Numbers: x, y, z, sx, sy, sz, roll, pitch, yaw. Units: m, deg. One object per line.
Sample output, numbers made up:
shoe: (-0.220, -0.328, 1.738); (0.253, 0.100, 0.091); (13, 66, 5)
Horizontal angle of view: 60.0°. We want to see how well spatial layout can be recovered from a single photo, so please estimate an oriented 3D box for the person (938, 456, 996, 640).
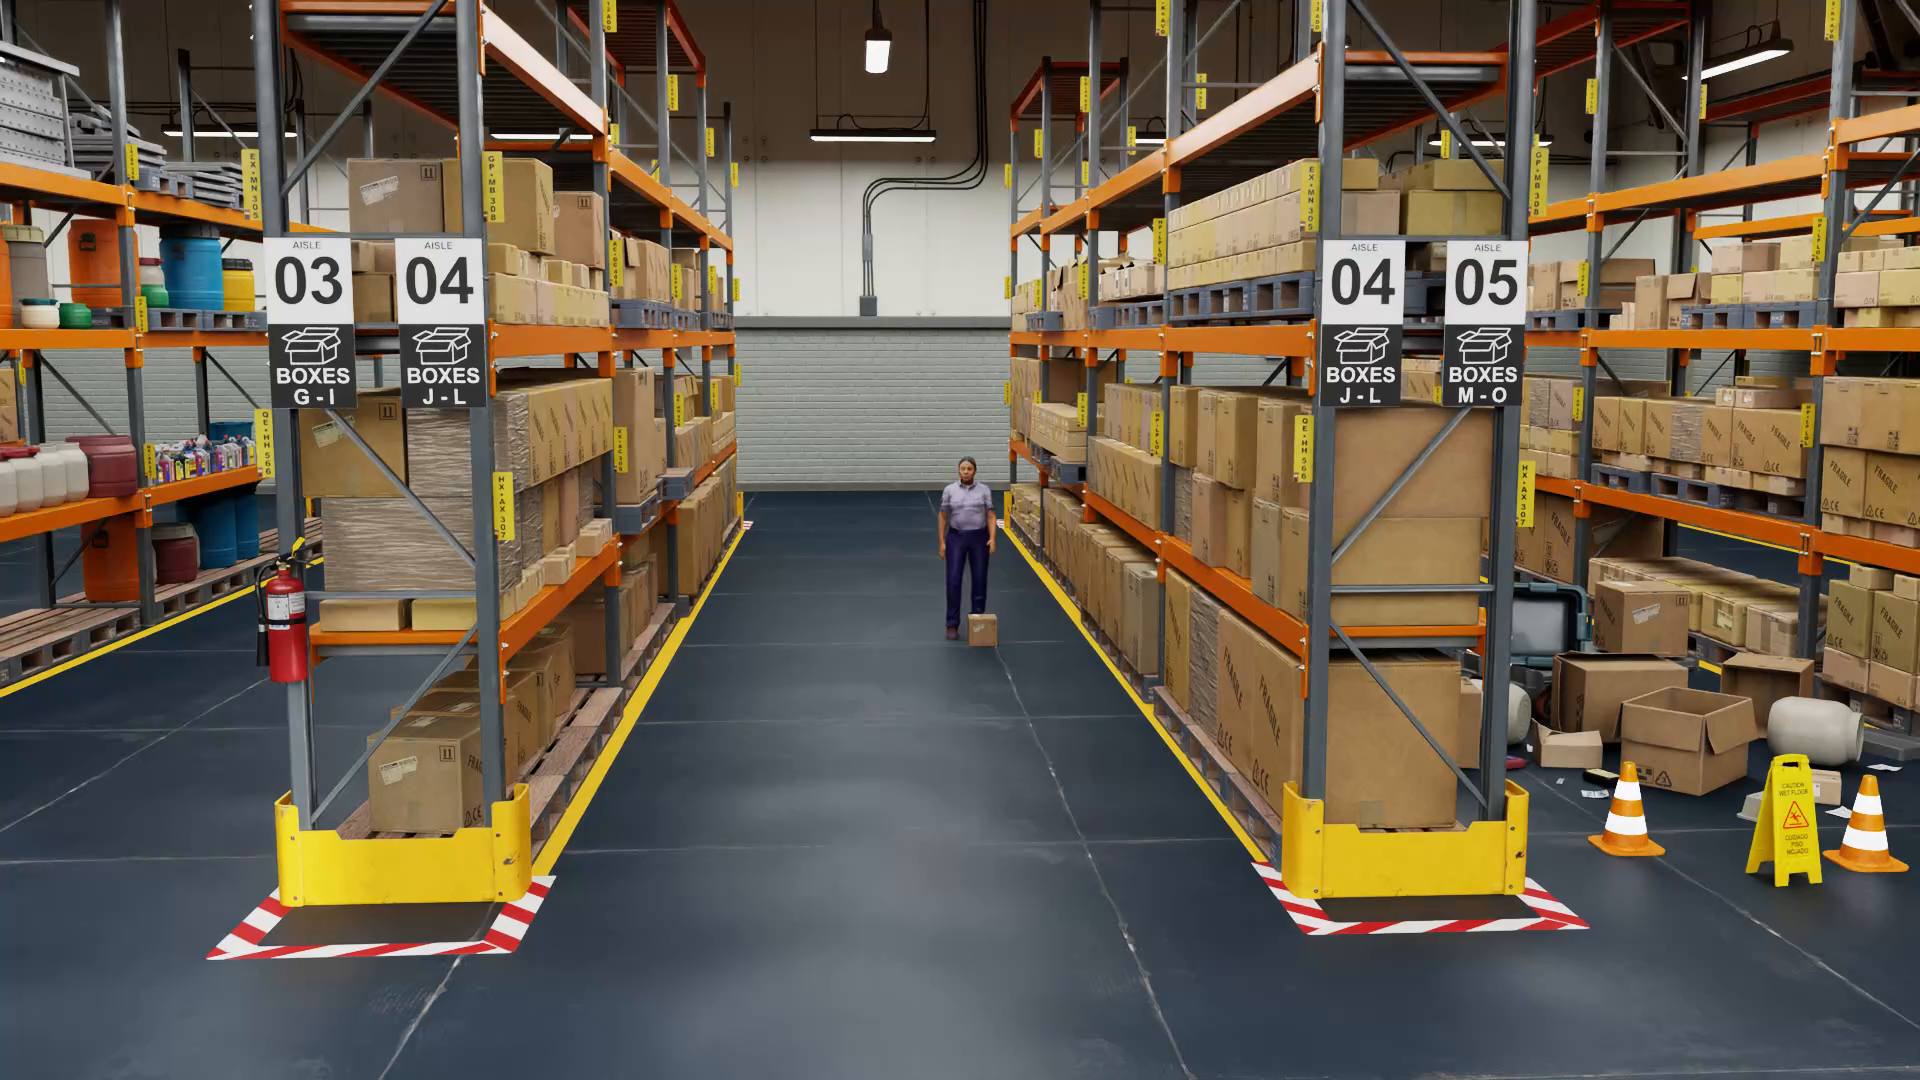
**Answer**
person: (0.076, 0.068, 15.270); (0.528, 1.671, 0.485); (-1, 7, -5)
